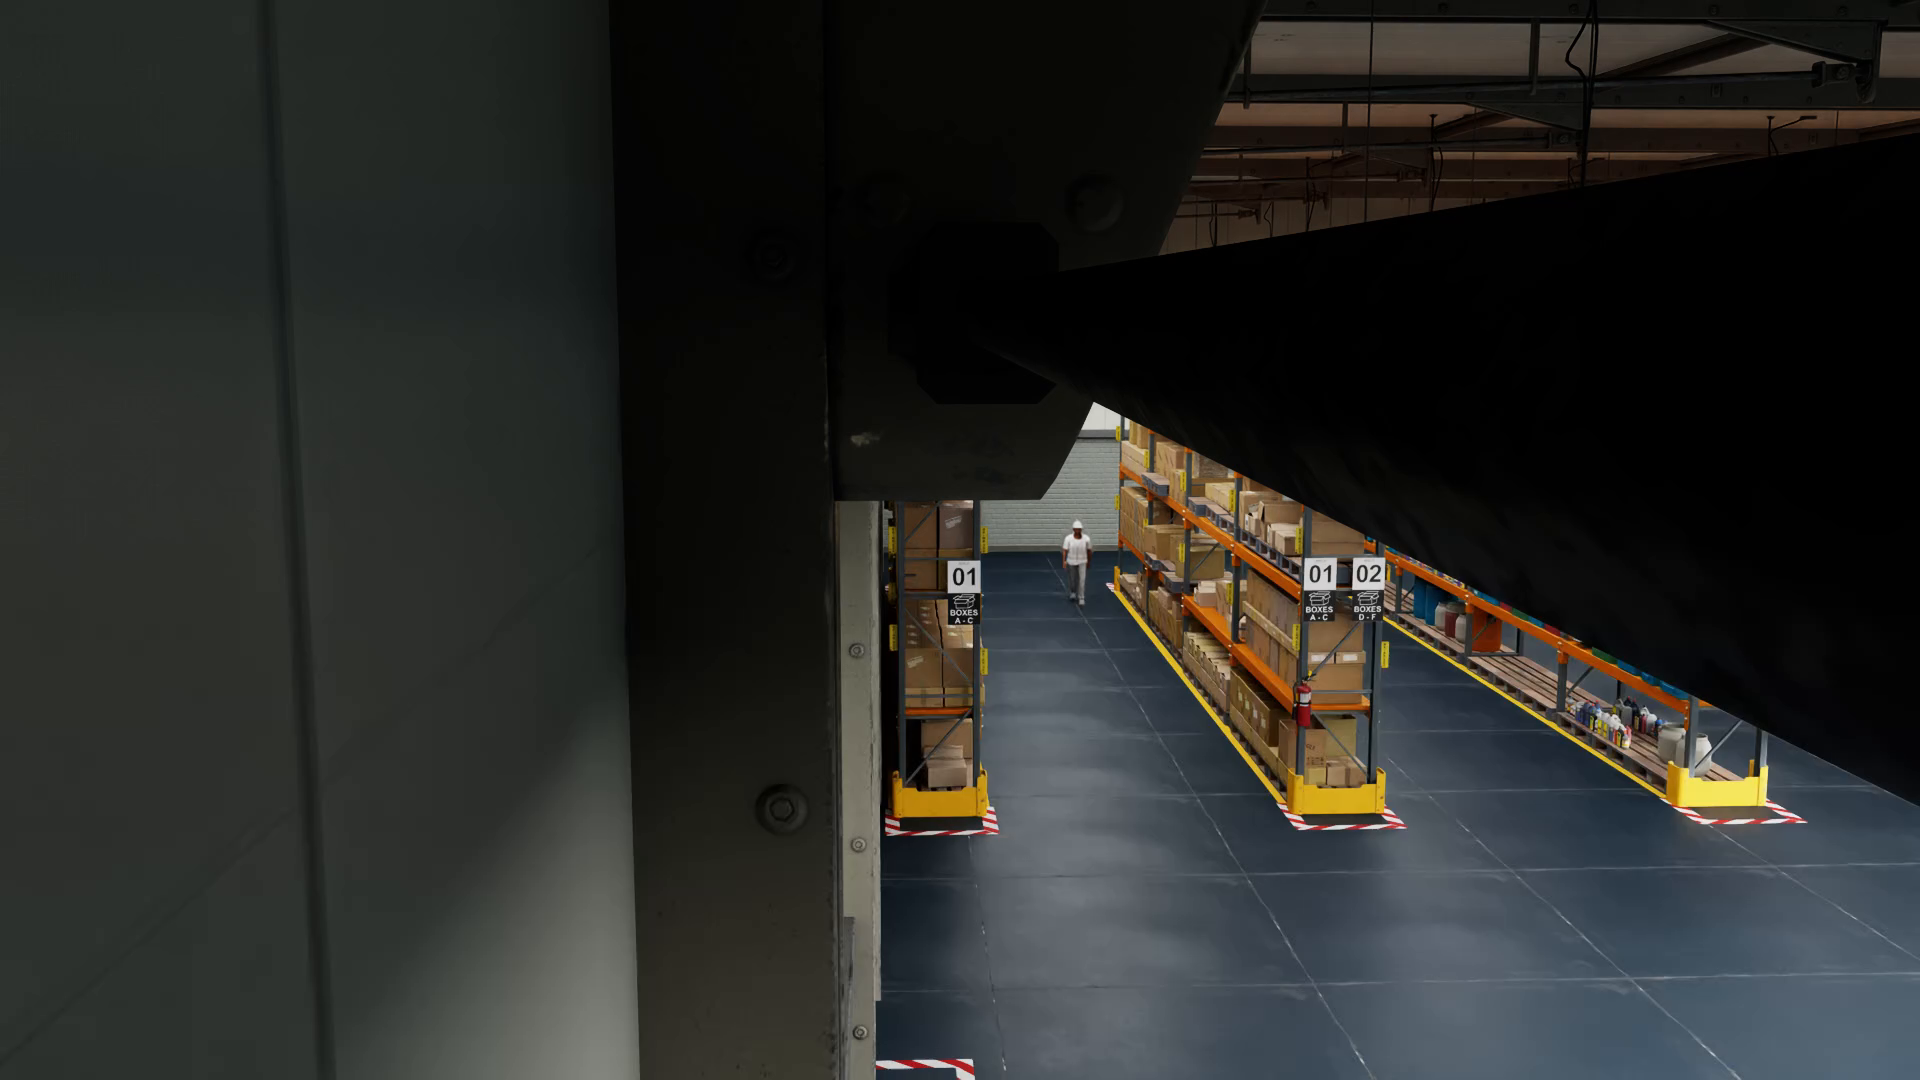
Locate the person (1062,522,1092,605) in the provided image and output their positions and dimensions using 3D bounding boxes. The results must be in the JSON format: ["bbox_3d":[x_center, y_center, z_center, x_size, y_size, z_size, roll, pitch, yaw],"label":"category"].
[{"bbox_3d":[2.450,0.467,34.763,0.619,1.704,1.077,0,8,1],"label":"person"}]
